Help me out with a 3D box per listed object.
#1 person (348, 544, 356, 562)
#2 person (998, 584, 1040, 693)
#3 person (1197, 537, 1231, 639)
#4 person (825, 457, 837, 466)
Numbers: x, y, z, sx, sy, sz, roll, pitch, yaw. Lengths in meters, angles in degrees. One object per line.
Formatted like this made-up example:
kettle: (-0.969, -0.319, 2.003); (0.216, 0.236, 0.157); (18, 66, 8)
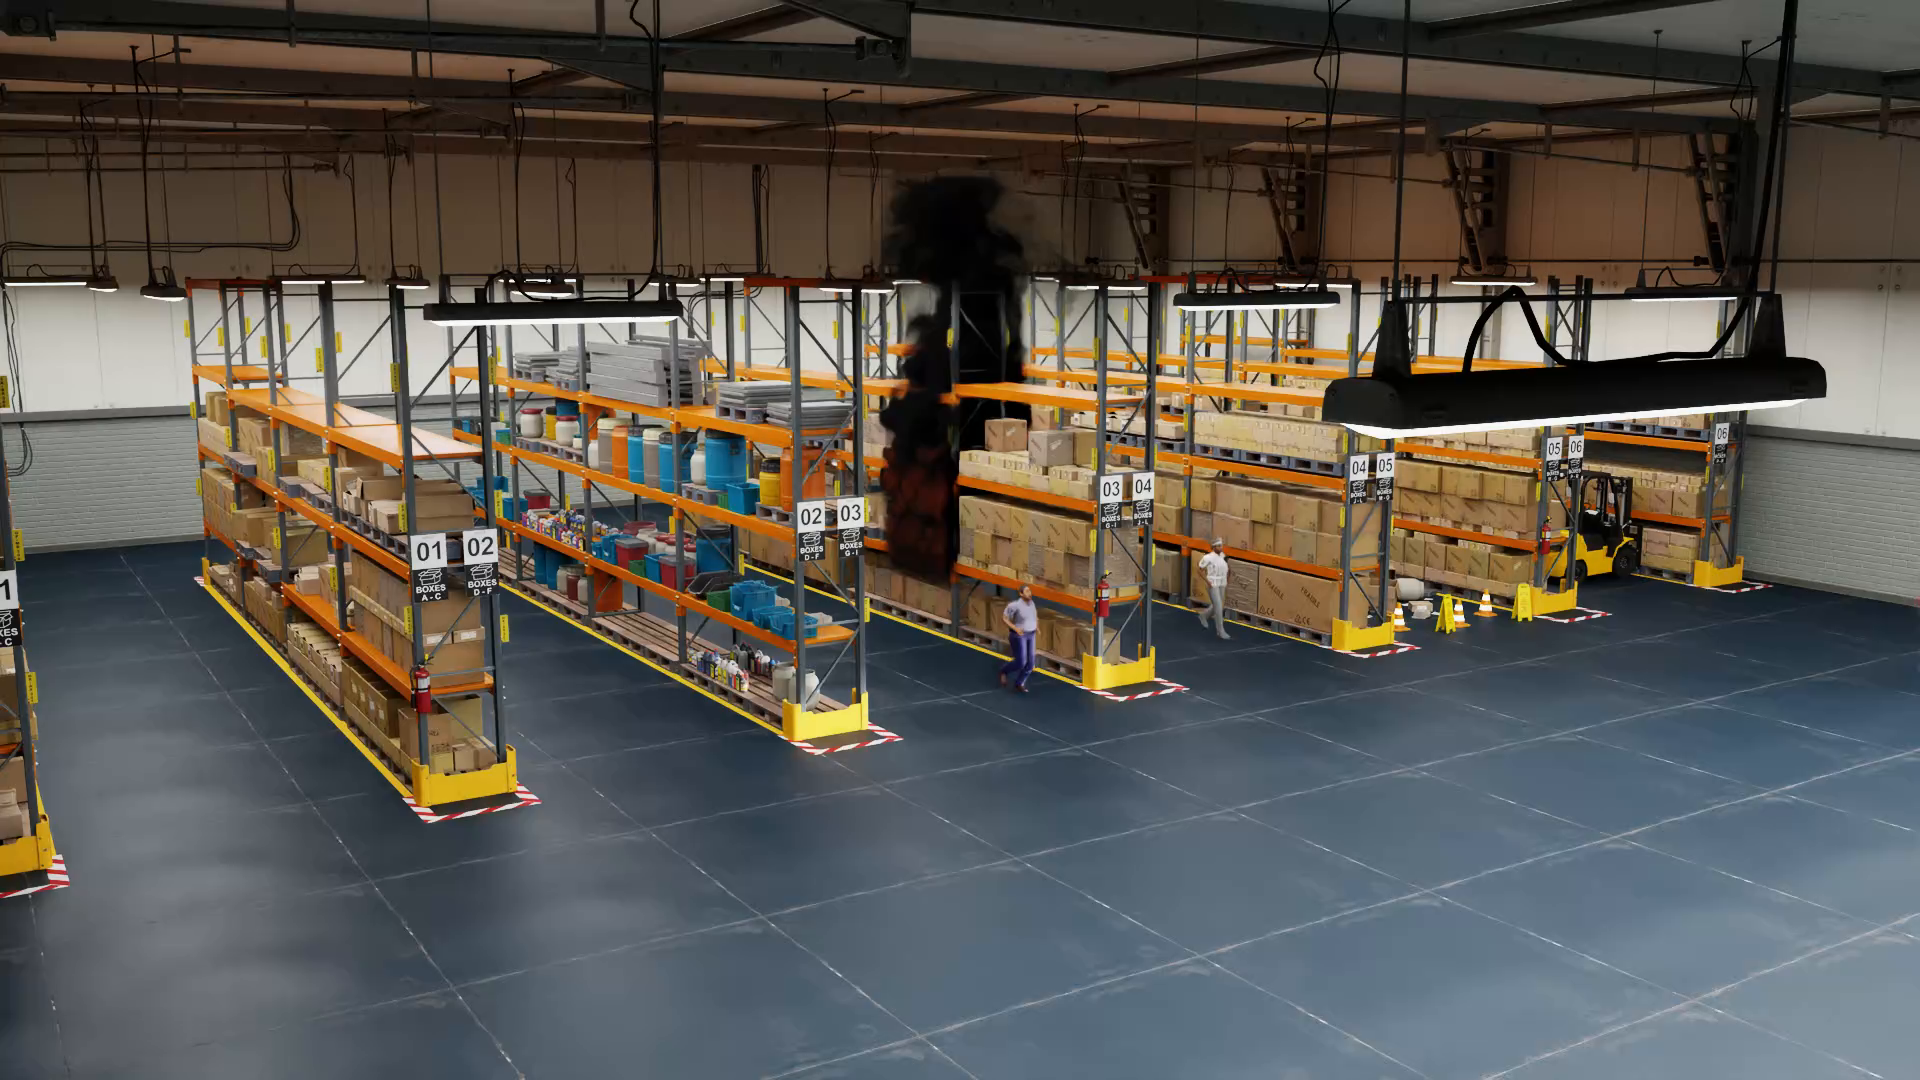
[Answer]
person: (-12.076, -0.032, 32.940); (0.630, 1.809, 0.690); (9, 13, 44)
person: (0.923, 1.449, 24.670); (0.646, 1.606, 0.553); (-8, 13, -41)
person: (4.334, 0.783, 28.302); (0.596, 1.705, 0.838); (-7, 12, -35)
person: (-3.258, -1.276, 40.256); (0.733, 1.748, 0.912); (3, 10, 16)
